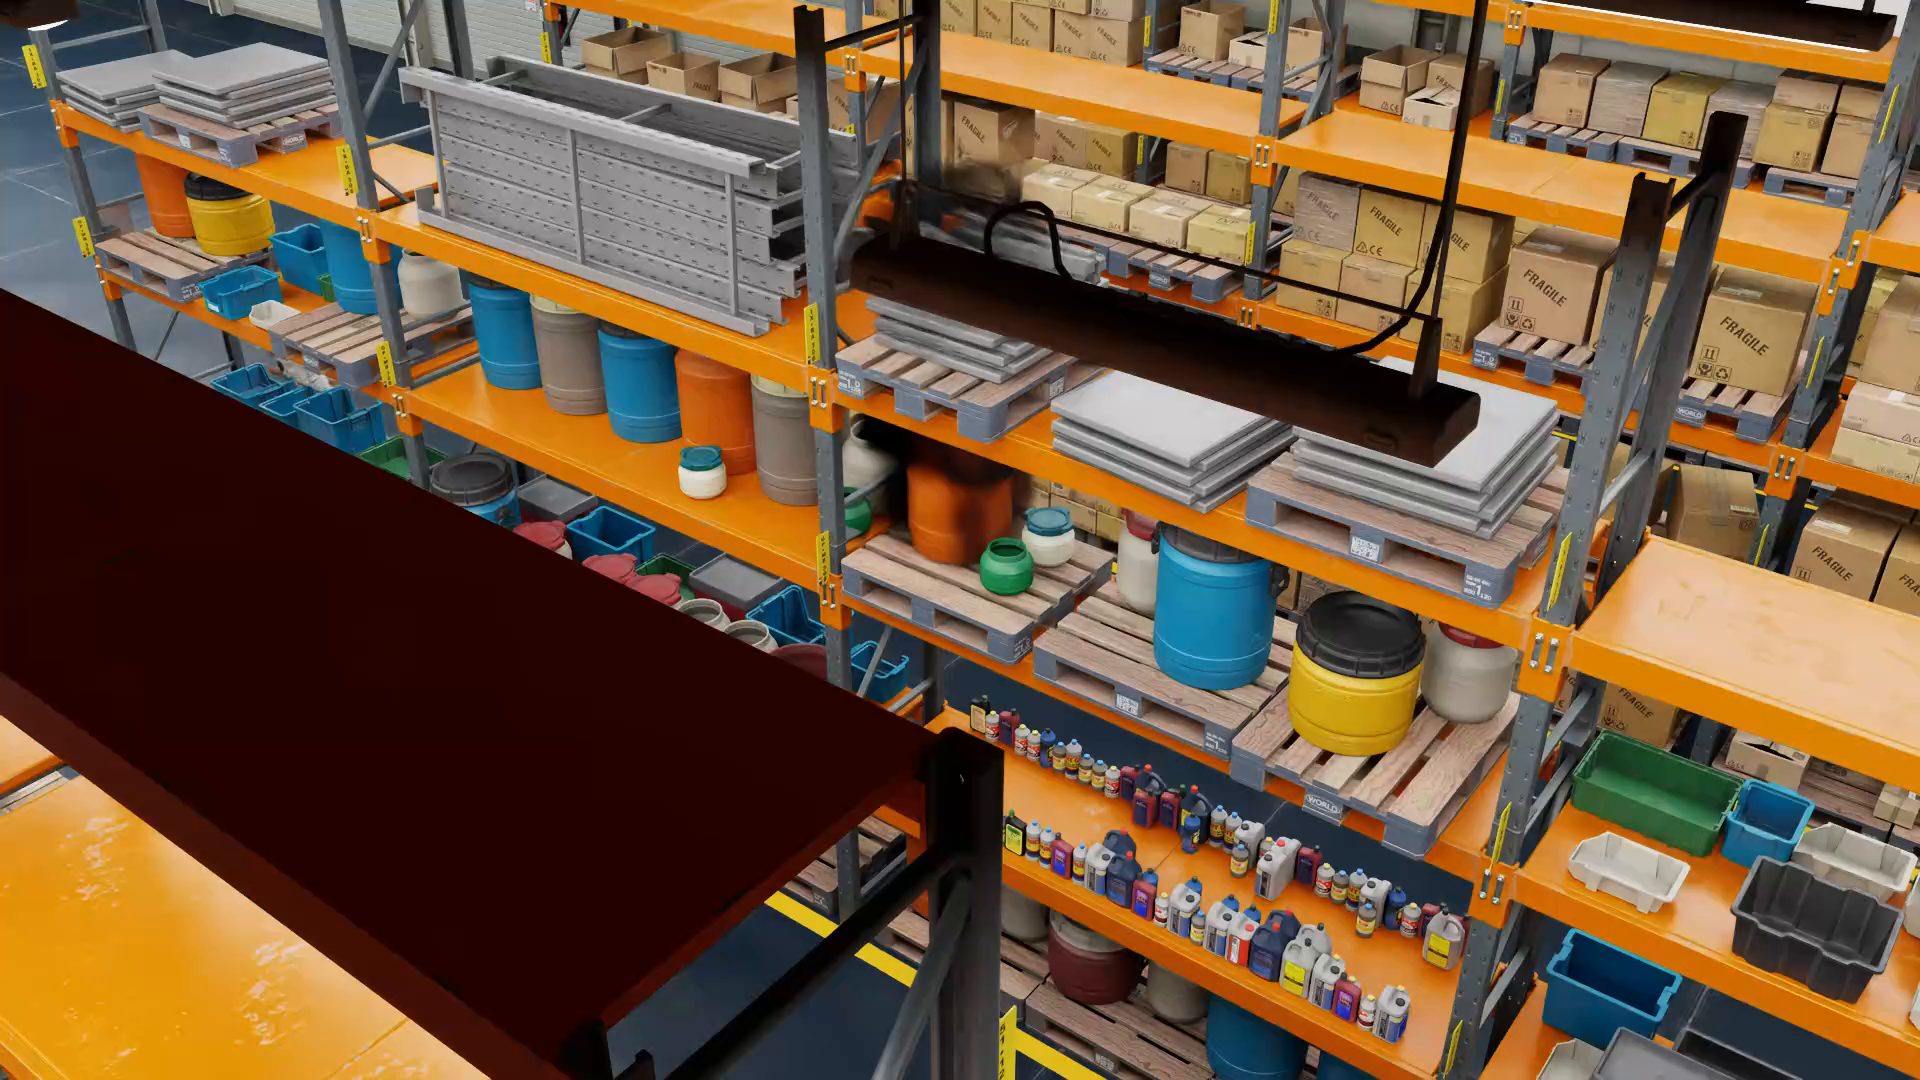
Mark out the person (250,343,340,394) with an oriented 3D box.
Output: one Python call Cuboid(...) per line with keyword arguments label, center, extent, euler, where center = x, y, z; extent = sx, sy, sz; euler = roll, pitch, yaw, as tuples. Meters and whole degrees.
Cuboid(label="person", center=(-6.261, -1.396, 16.187), extent=(1.048, 1.490, 0.590), euler=(-7, 32, -11))
